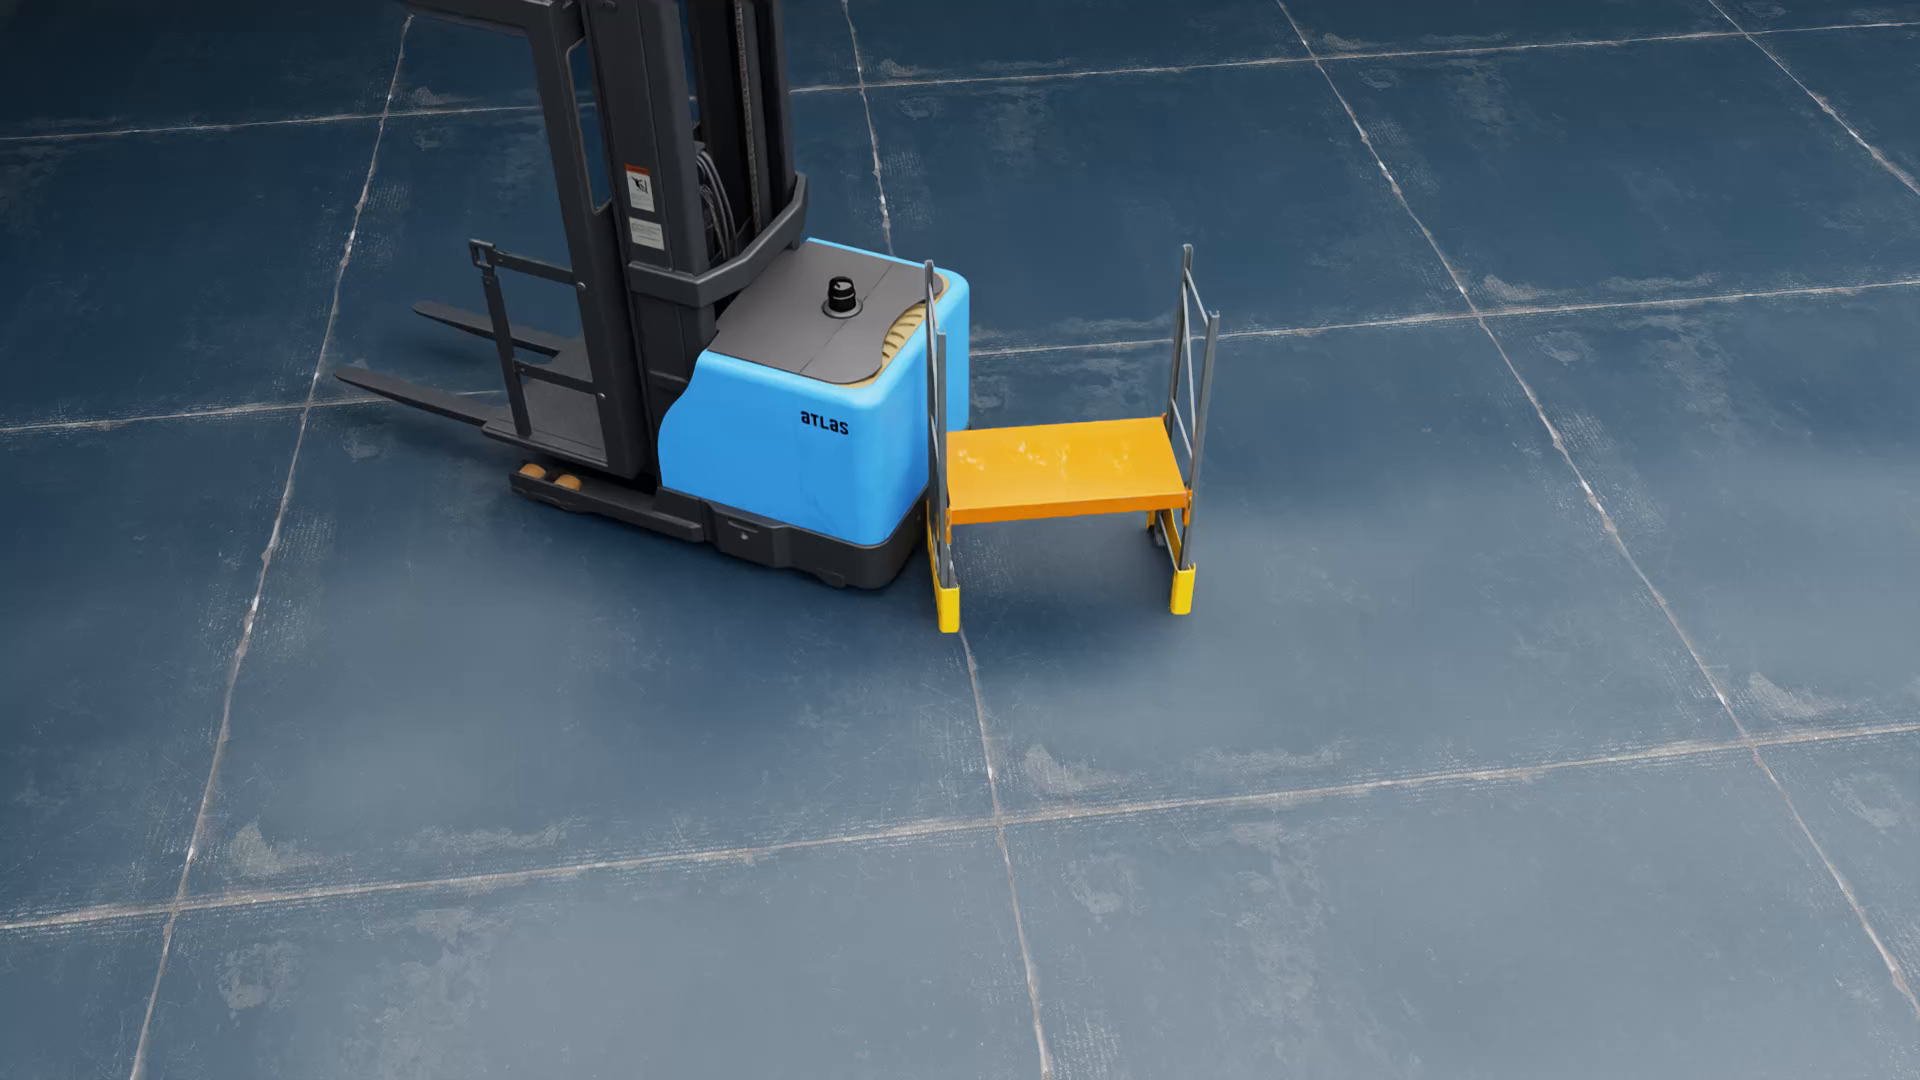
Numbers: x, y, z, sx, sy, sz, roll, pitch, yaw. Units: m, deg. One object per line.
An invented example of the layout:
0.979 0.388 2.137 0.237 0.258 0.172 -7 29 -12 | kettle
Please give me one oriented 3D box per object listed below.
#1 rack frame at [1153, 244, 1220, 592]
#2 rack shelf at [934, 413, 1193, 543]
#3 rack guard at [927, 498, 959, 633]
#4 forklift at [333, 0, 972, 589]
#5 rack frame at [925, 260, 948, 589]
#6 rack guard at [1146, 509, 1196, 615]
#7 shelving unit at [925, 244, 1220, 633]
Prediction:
0.917 -0.434 6.826 0.032 1.500 0.500 -4 42 -5 | rack frame
0.412 -0.263 6.905 1.000 0.185 0.538 -4 42 -5 | rack shelf
-0.074 0.104 7.163 0.087 0.250 0.587 -4 42 -5 | rack guard
-1.511 -1.528 6.971 3.031 2.935 1.130 16 45 17 | forklift
-0.094 -0.358 6.743 0.032 1.500 0.500 -4 42 -5 | rack frame
0.916 0.030 7.245 0.087 0.250 0.587 -4 42 -5 | rack guard
0.421 -0.397 6.785 1.083 1.500 0.587 -4 42 -5 | shelving unit
